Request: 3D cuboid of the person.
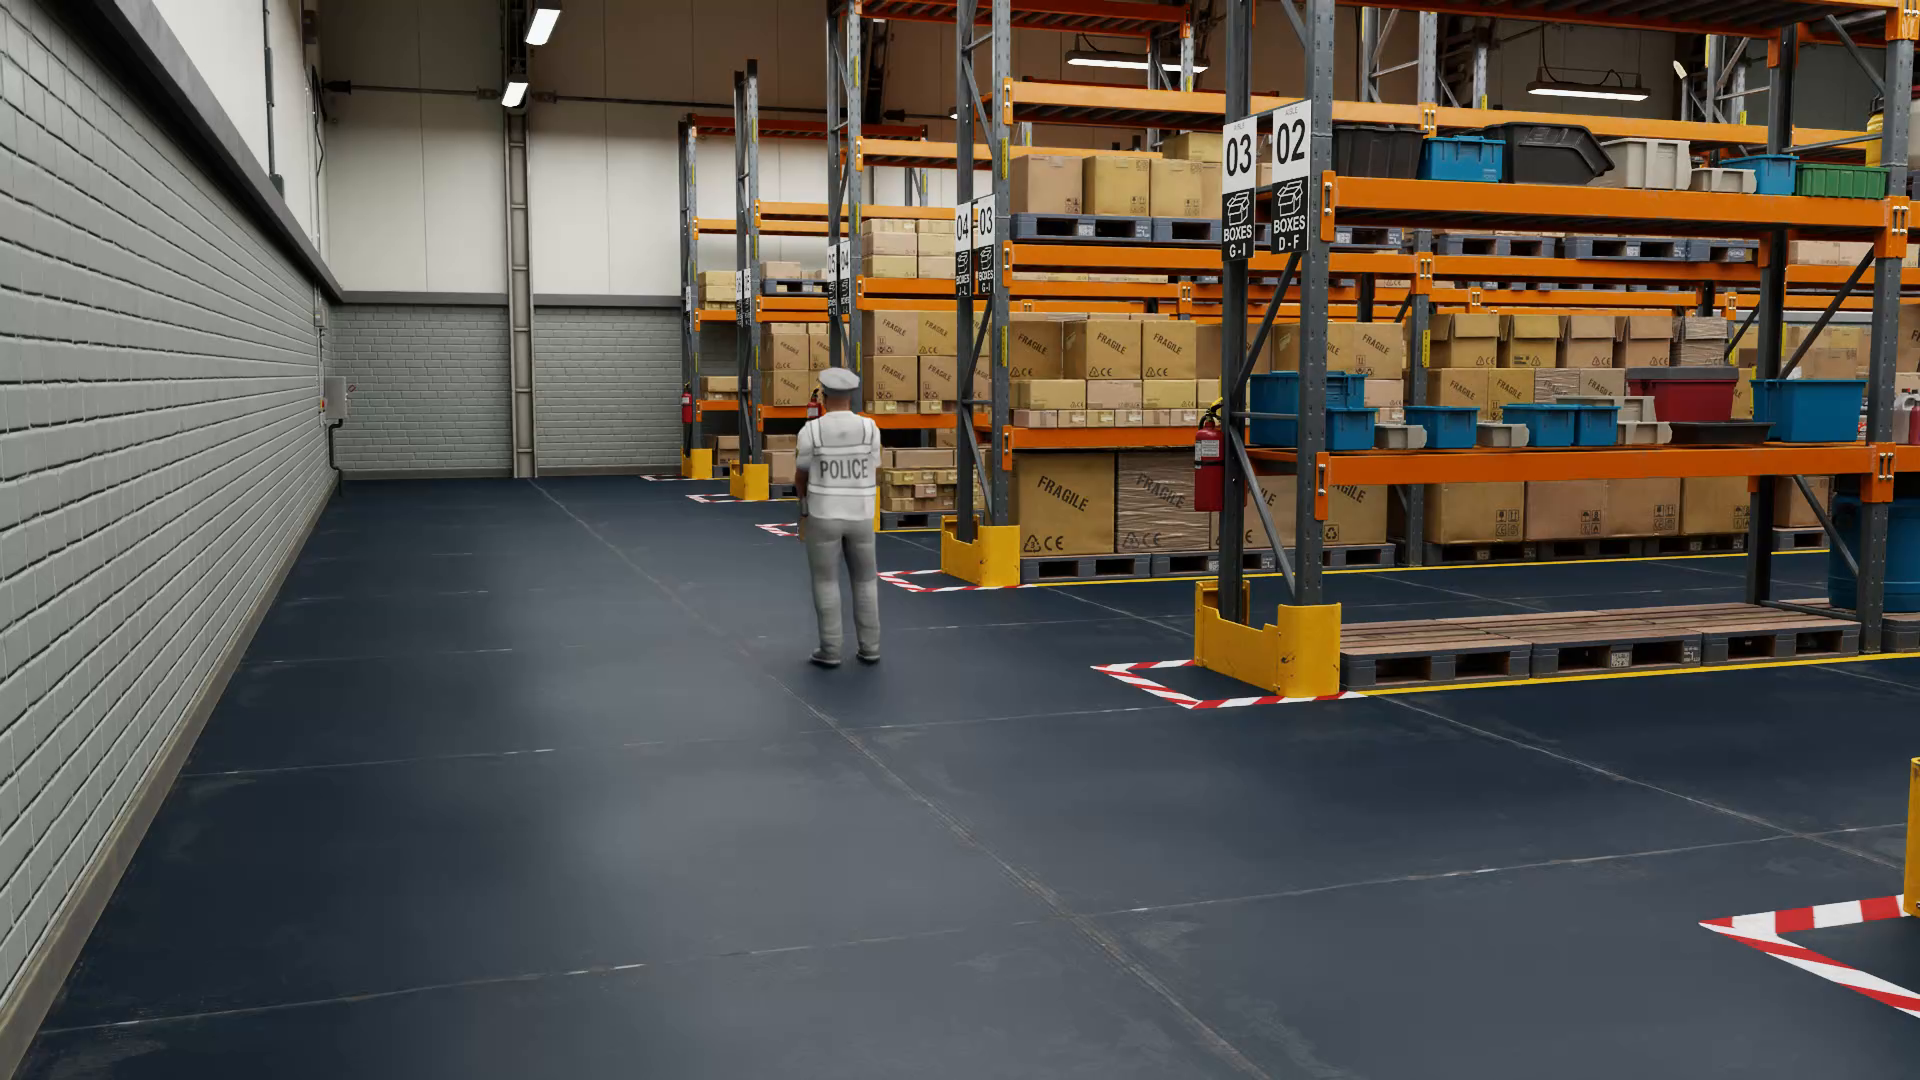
[{"bbox_3d":[-0.730,-0.145,10.032,0.551,1.787,0.519,-2,6,-16],"label":"person"}]
